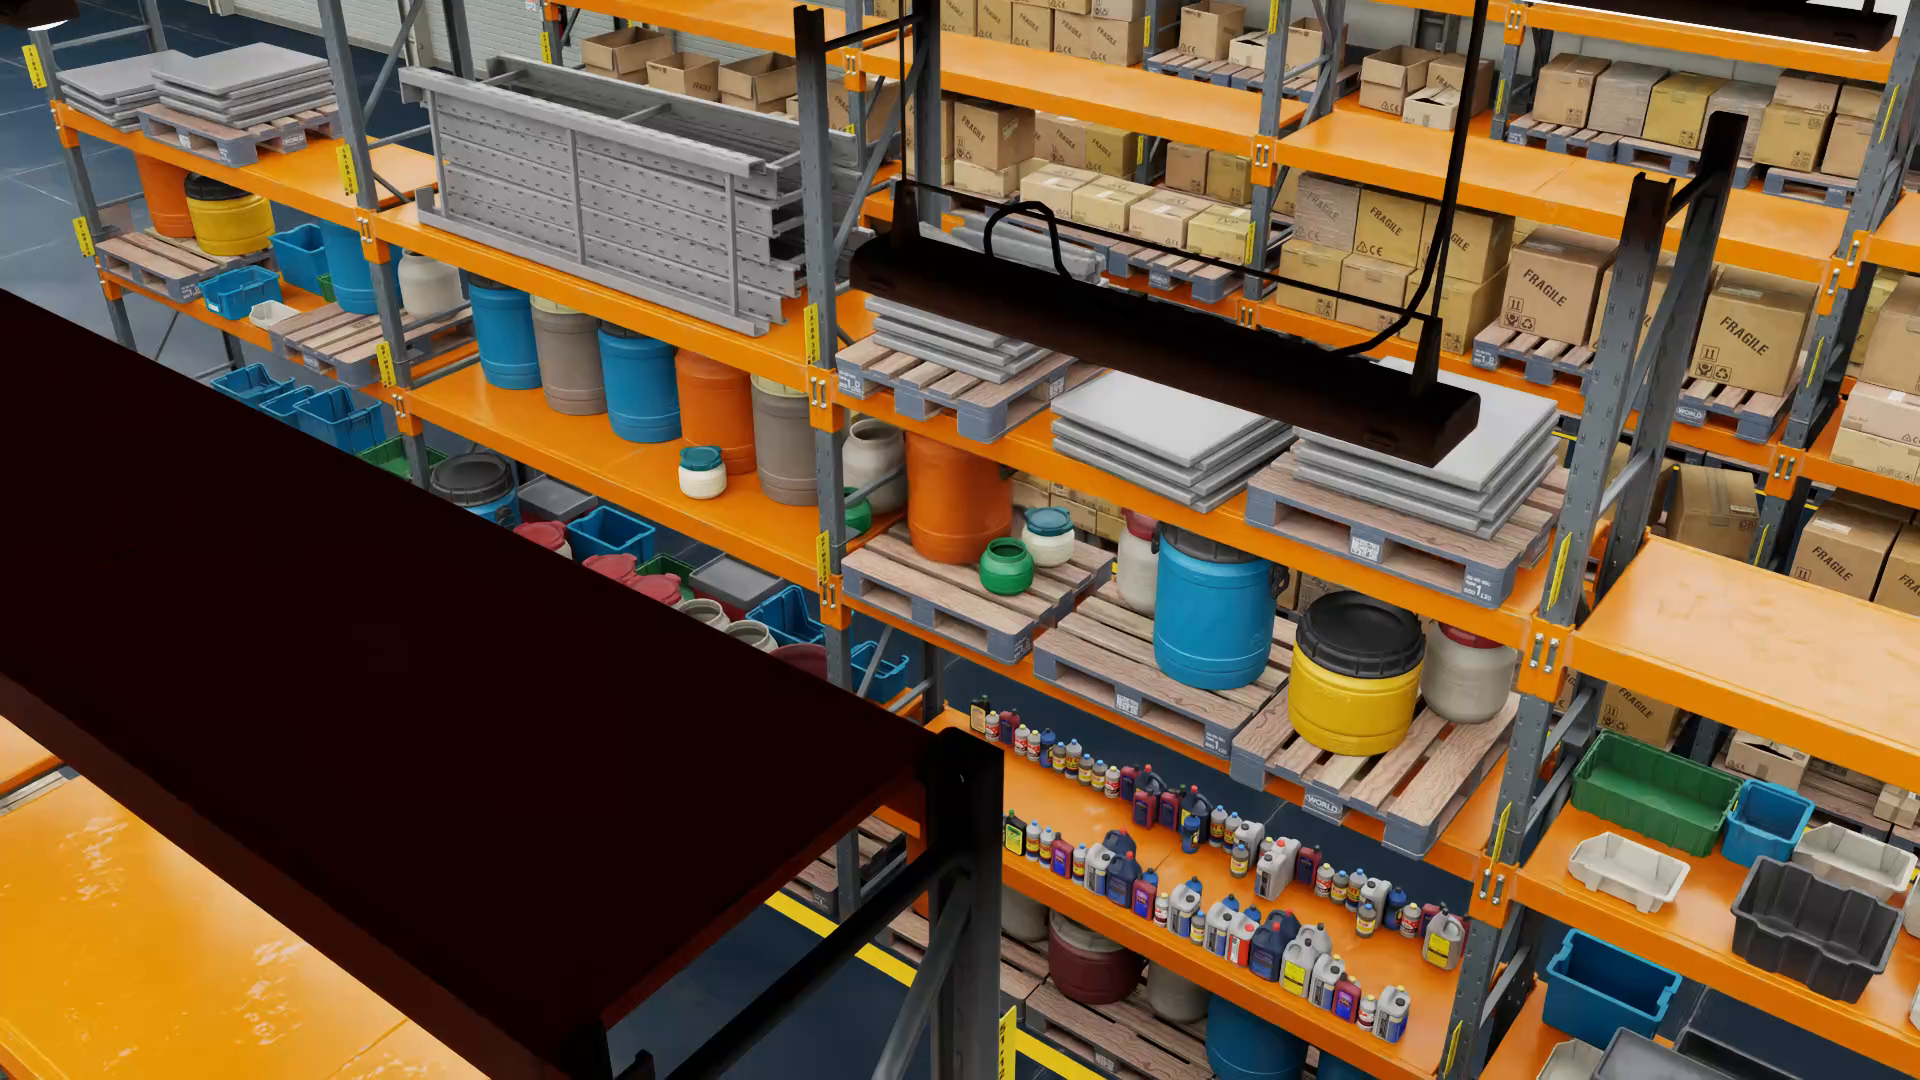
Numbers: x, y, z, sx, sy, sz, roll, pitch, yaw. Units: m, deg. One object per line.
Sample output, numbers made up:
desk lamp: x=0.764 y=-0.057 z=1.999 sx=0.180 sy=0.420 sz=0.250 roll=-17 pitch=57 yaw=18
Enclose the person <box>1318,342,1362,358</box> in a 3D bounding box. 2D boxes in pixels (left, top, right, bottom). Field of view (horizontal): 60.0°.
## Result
person: x=3.917 y=-2.001 z=16.955 sx=0.537 sy=1.651 sz=0.490 roll=-22 pitch=37 yaw=-31
